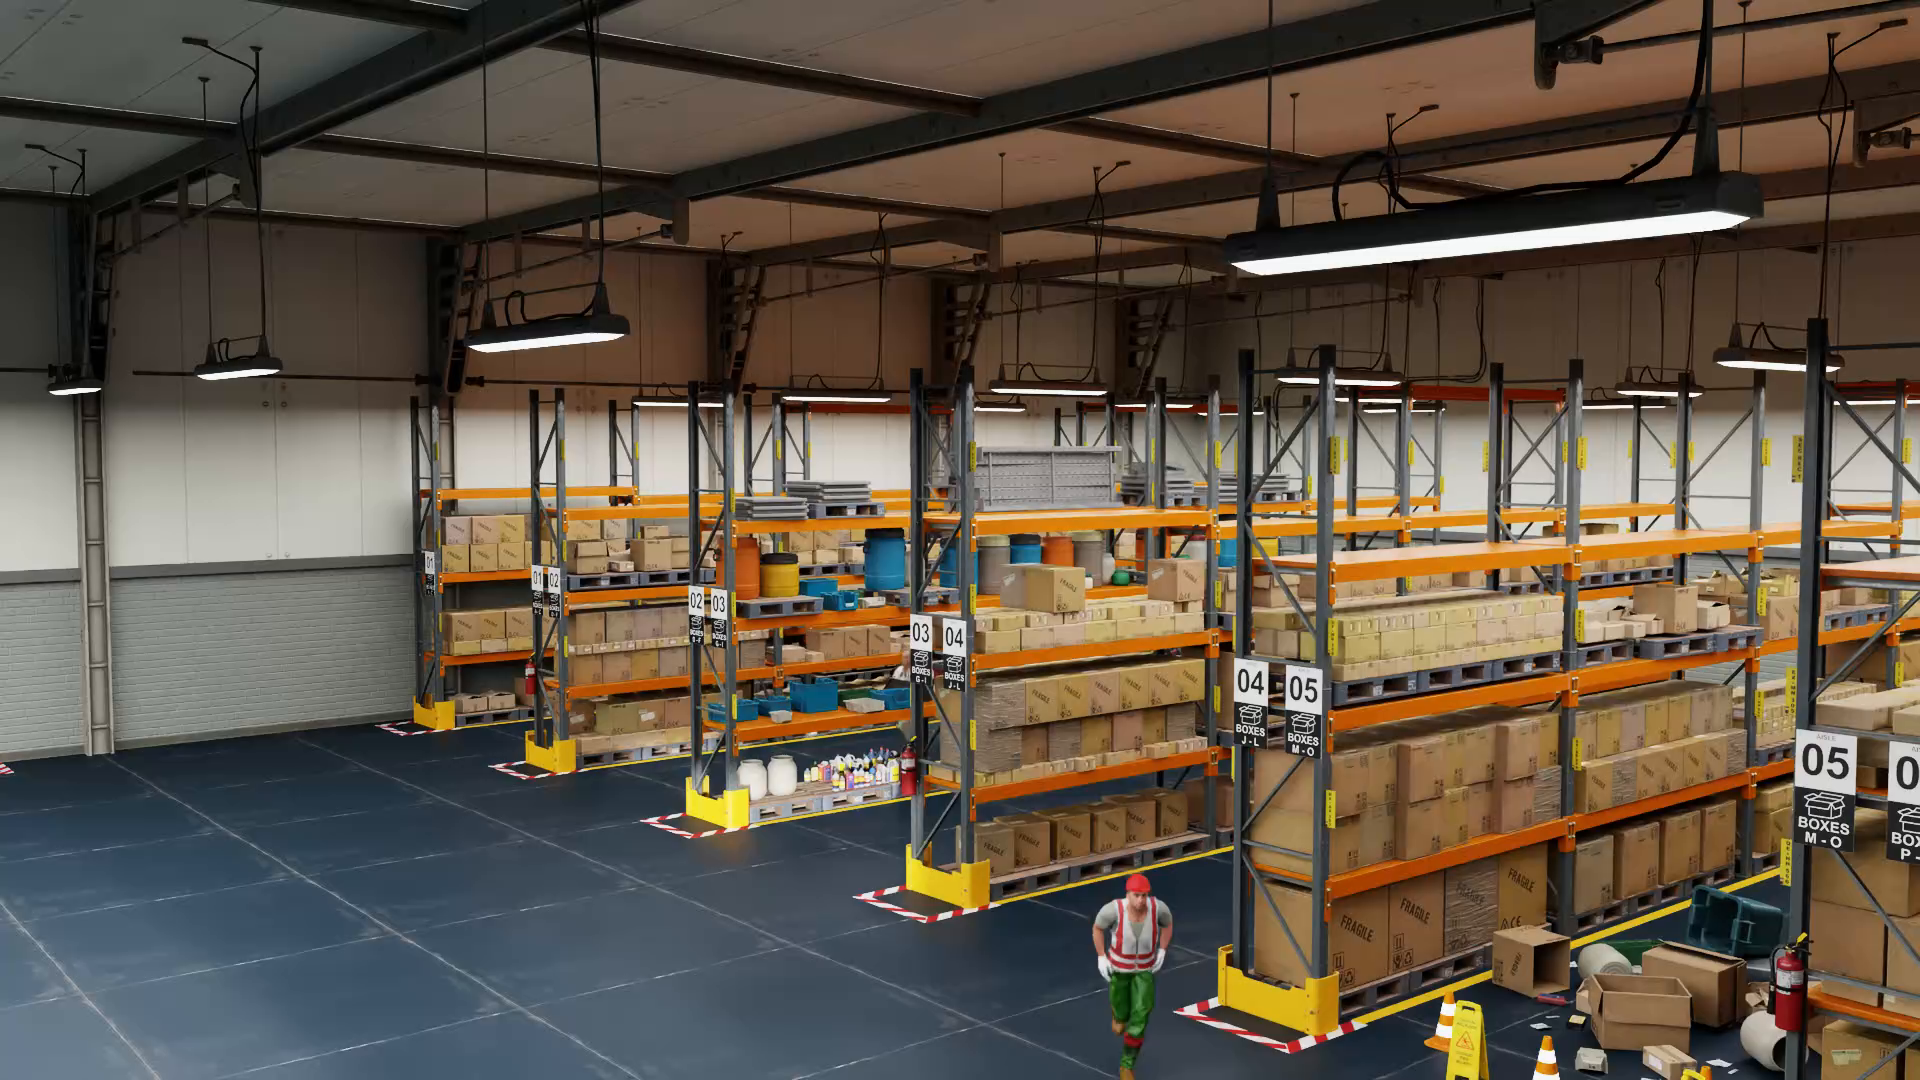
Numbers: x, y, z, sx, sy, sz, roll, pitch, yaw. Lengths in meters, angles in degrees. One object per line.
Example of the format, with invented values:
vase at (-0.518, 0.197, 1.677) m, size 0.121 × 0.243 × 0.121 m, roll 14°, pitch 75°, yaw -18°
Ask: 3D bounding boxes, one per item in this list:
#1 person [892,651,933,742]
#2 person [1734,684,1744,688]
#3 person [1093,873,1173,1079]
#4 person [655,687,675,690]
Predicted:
person at (-0.845, 2.680, 27.020) m, size 0.672 × 1.771 × 0.838 m, roll 3°, pitch 5°, yaw 42°
person at (11.402, 2.918, 24.276) m, size 0.558 × 1.652 × 0.793 m, roll 3°, pitch 5°, yaw 44°
person at (1.407, 3.517, 13.684) m, size 0.663 × 1.723 × 0.942 m, roll 0°, pitch 3°, yaw -8°
person at (-5.349, 2.556, 30.389) m, size 0.693 × 1.678 × 0.681 m, roll 2°, pitch 4°, yaw 36°
